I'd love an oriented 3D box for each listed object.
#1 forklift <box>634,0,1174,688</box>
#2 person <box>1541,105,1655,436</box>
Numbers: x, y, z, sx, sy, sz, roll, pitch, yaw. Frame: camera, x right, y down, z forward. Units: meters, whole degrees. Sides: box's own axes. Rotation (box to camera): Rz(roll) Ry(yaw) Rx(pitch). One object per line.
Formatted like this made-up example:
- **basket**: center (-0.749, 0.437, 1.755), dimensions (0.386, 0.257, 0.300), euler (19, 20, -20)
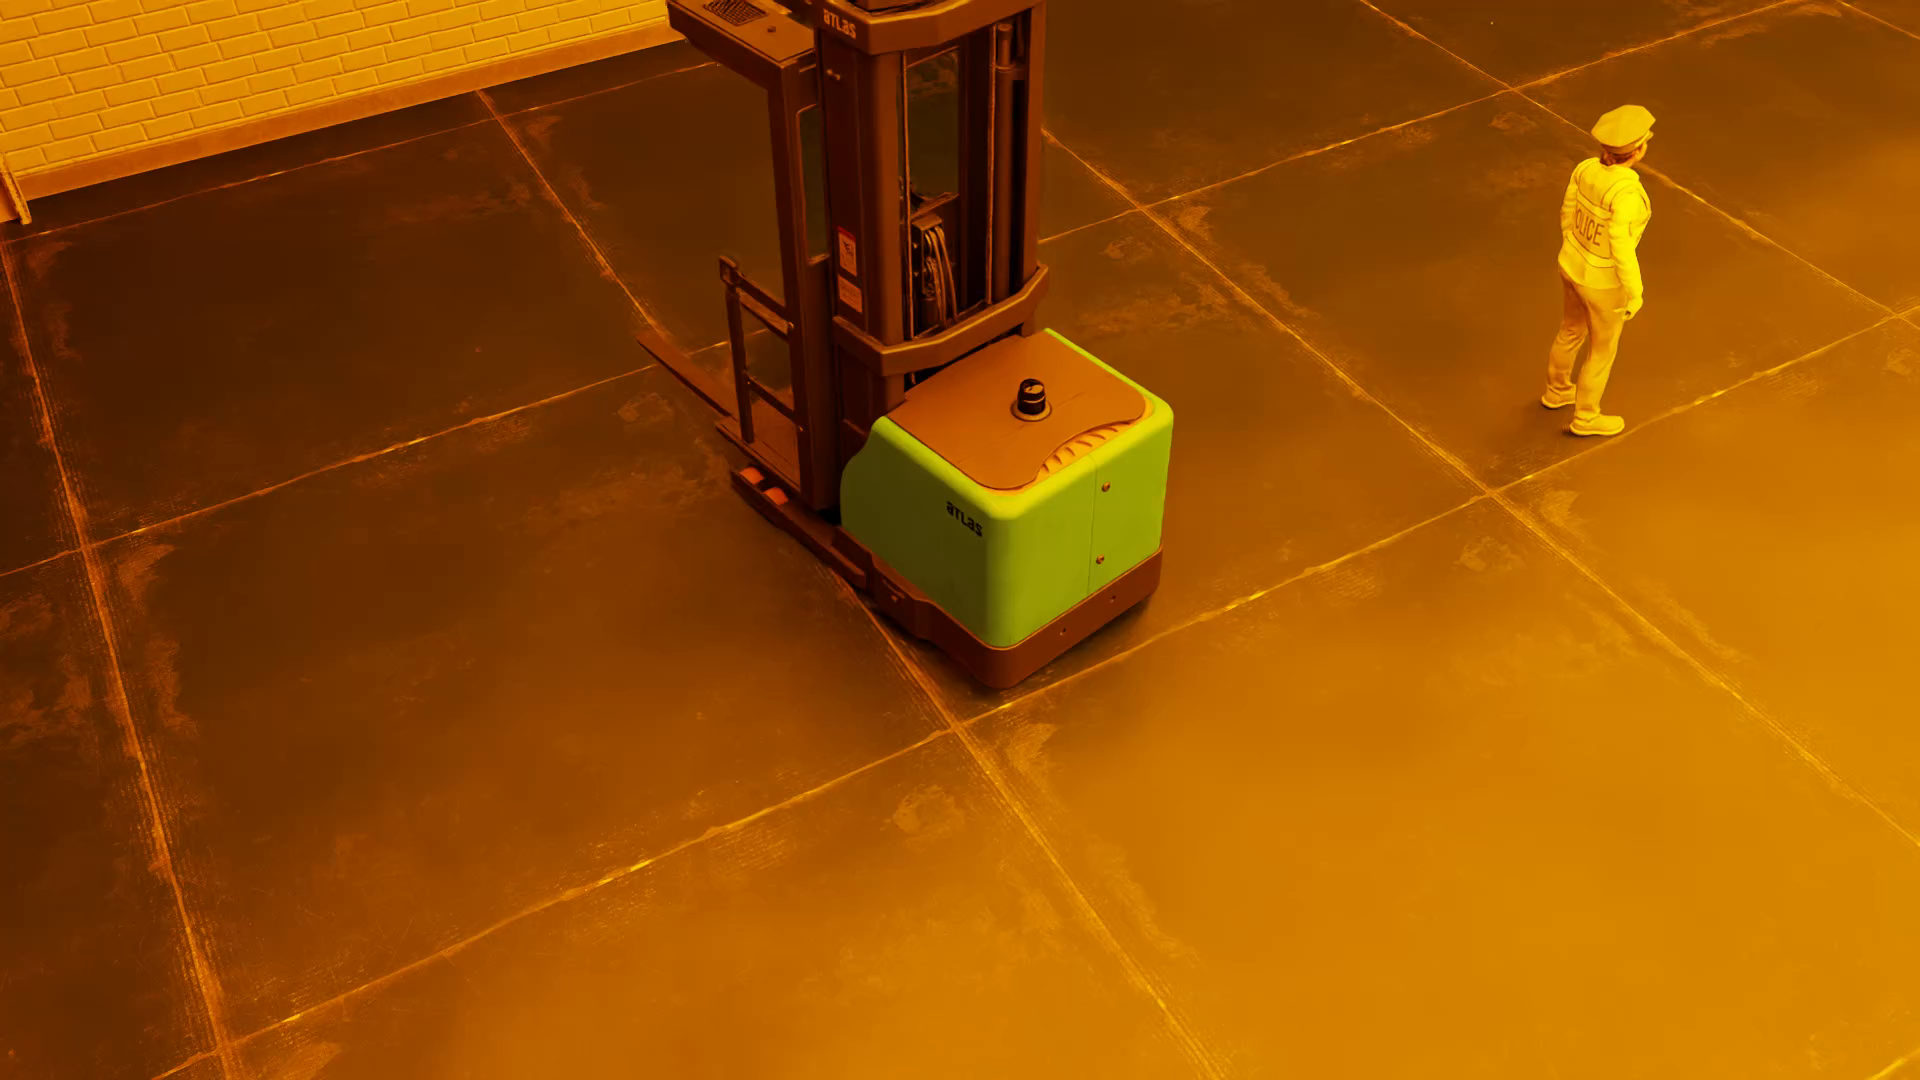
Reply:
- **forklift**: center (-0.451, -1.367, 7.172), dimensions (1.130, 2.935, 3.031), euler (-31, 51, -29)
- **person**: center (3.099, -1.284, 8.001), dimensions (0.467, 1.708, 0.571), euler (-11, 44, -11)
